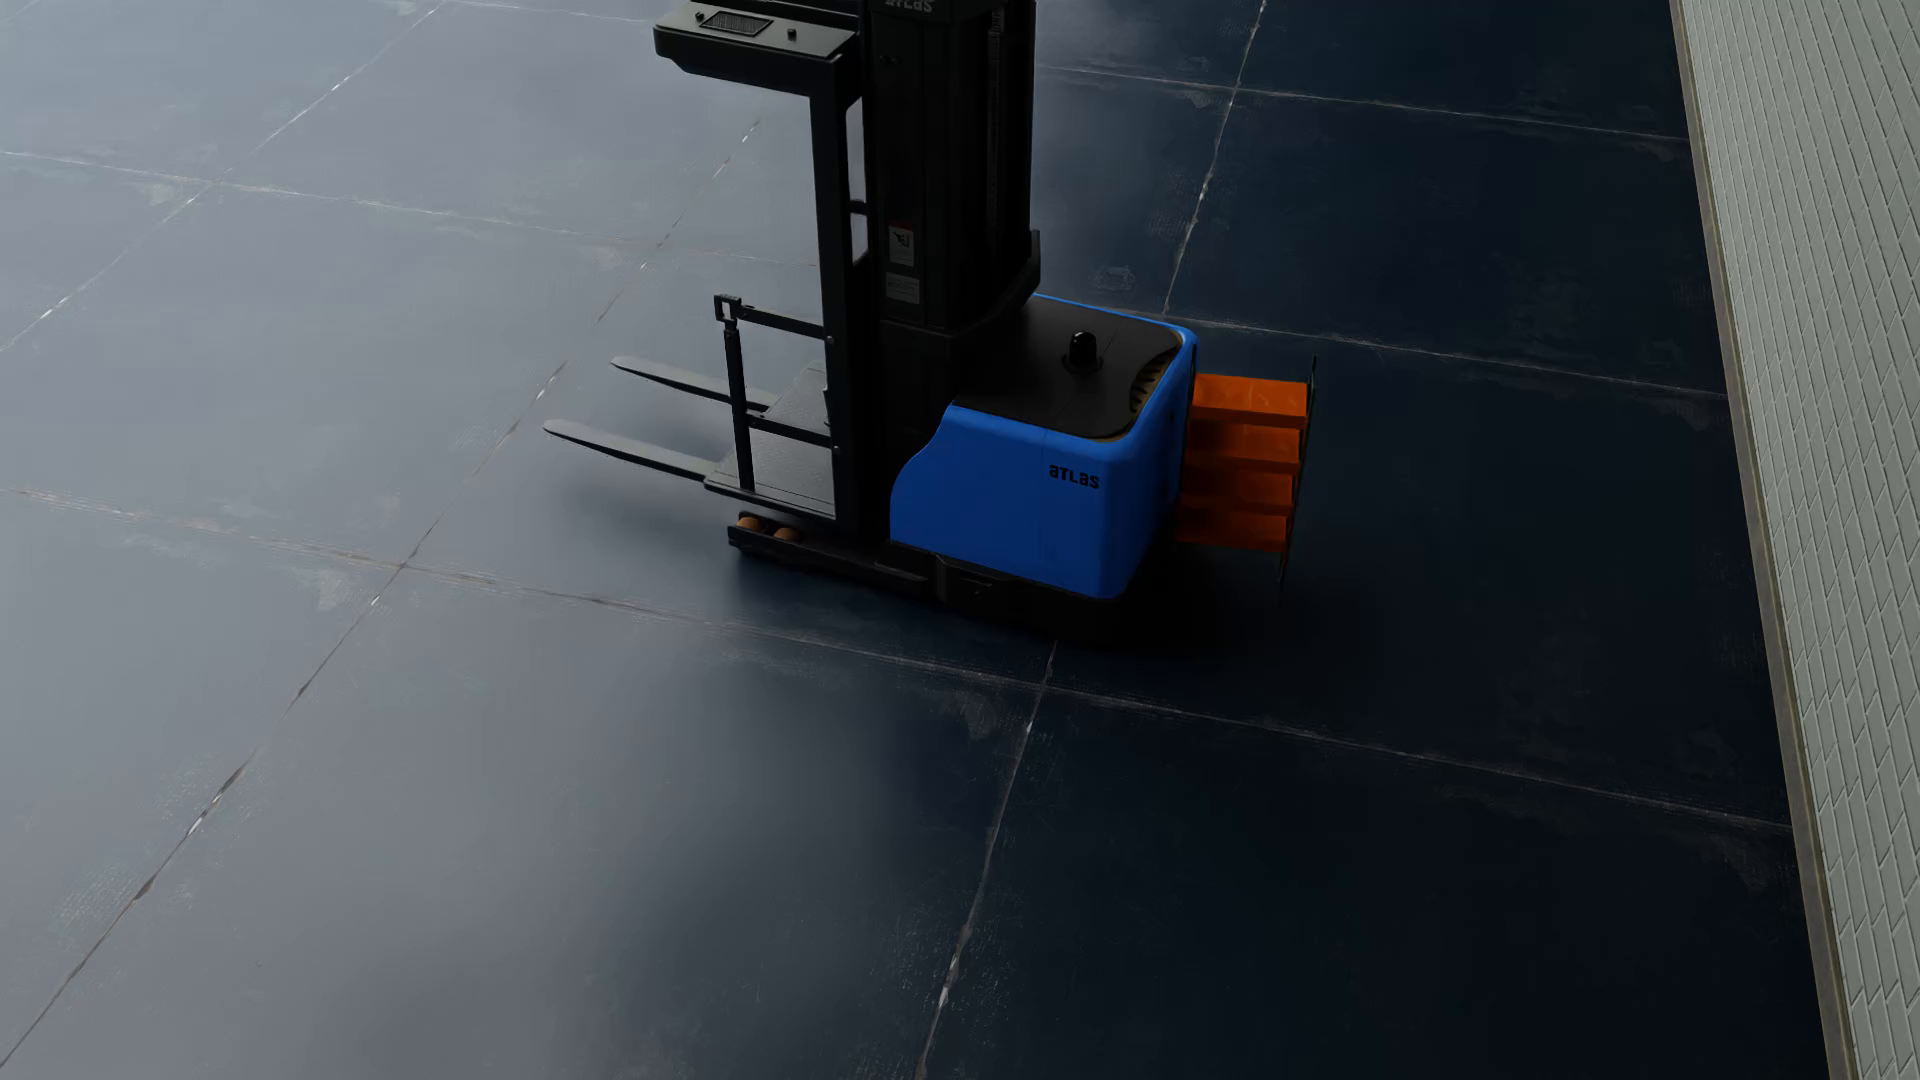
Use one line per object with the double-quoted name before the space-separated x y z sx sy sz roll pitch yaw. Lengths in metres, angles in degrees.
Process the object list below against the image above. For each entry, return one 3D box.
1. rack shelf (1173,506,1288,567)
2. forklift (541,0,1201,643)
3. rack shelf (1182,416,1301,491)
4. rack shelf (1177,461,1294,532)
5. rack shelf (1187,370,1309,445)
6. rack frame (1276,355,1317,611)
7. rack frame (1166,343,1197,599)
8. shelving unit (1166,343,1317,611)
"rack shelf" 1.190 -0.044 7.282 0.480 0.148 0.258 6 40 8
"forklift" -0.512 -1.305 7.025 3.031 2.935 1.130 16 43 18
"rack shelf" 1.189 -0.367 7.011 0.480 0.148 0.258 6 40 8
"rack shelf" 1.190 -0.196 7.155 0.480 0.148 0.258 6 40 8
"rack shelf" 1.189 -0.548 6.859 0.480 0.148 0.258 6 40 8
"rack frame" 1.430 -0.220 7.079 0.015 1.200 0.240 6 40 8
"rack frame" 0.949 -0.274 7.143 0.015 1.200 0.240 6 40 8
"shelving unit" 1.190 -0.247 7.111 0.503 1.200 0.258 6 40 8
